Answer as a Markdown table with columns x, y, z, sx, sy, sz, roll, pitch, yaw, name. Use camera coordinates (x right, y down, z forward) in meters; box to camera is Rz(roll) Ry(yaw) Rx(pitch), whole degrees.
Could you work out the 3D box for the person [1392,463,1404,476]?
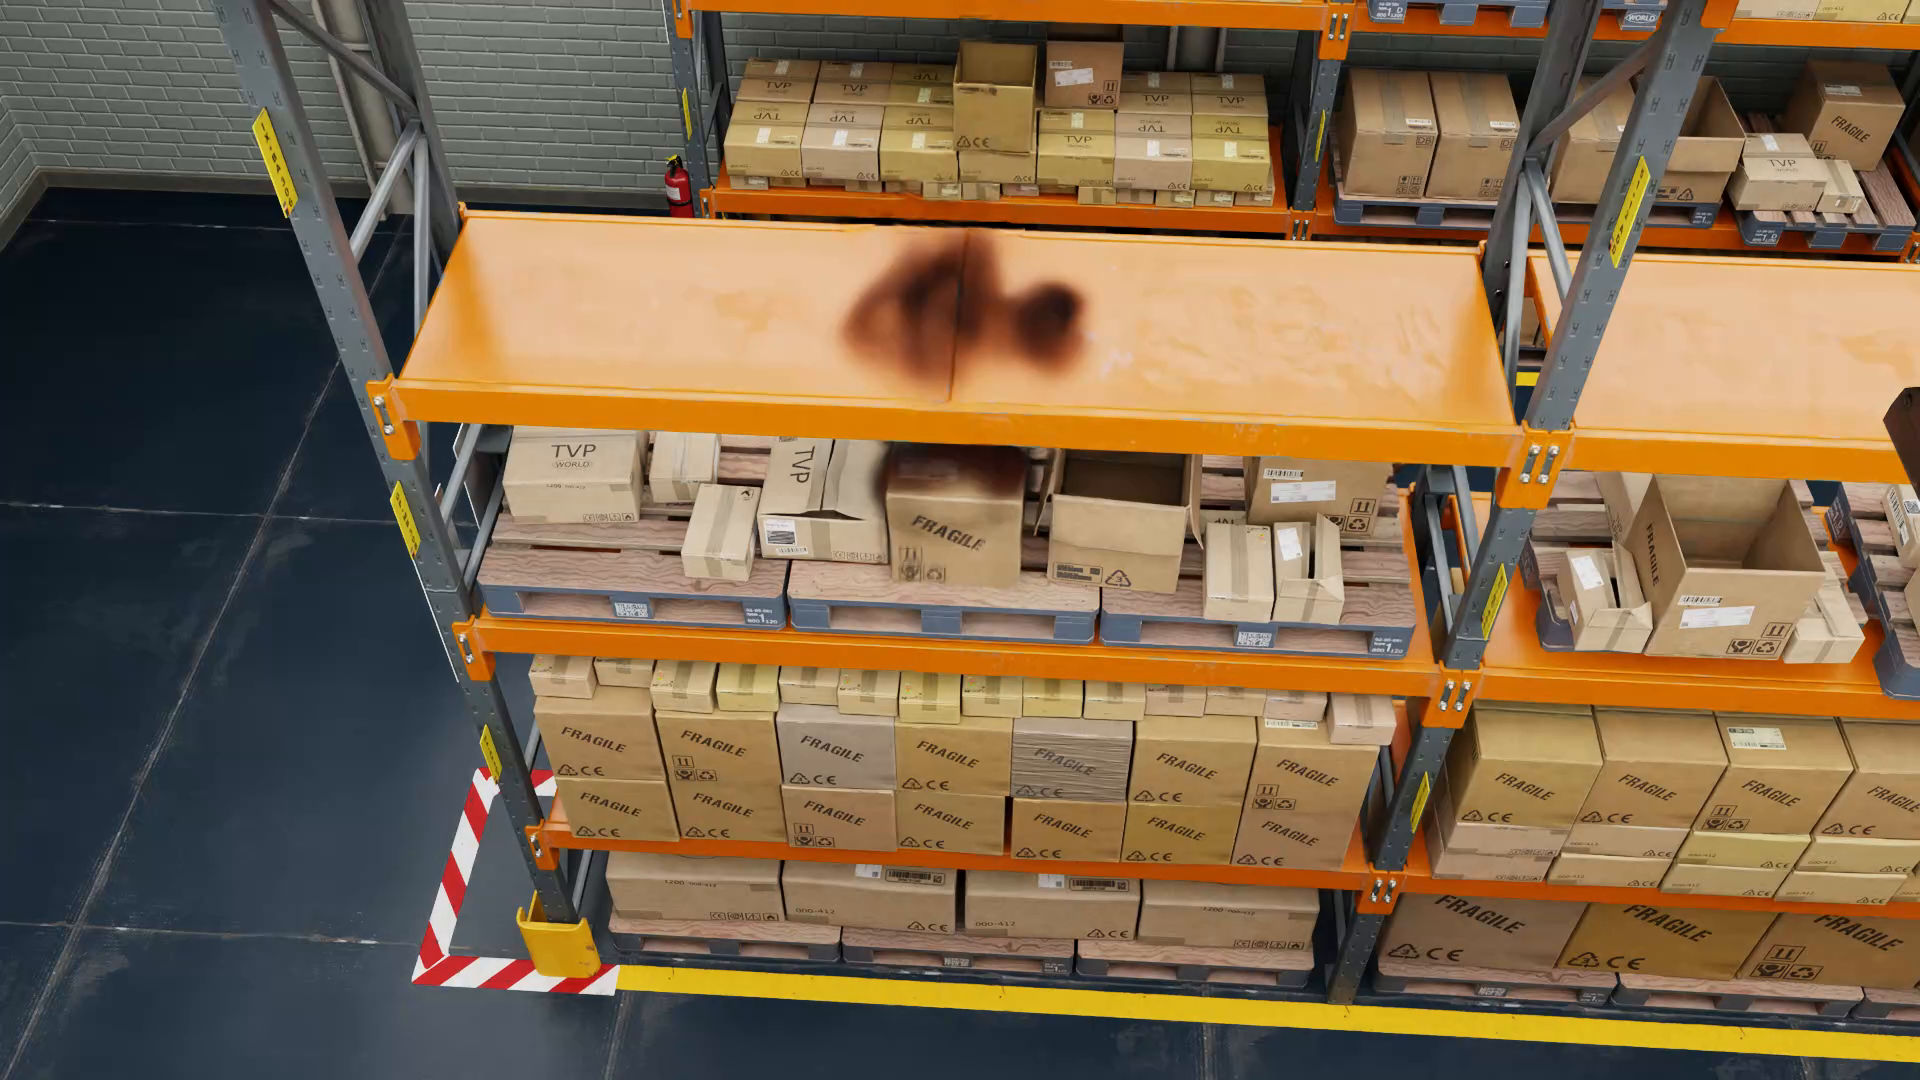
| x | y | z | sx | sy | sz | roll | pitch | yaw | name |
| --- | --- | --- | --- | --- | --- | --- | --- | --- | --- |
| 2.224 | -0.386 | 9.713 | 0.642 | 1.741 | 0.596 | -4 | 48 | -3 | person |
